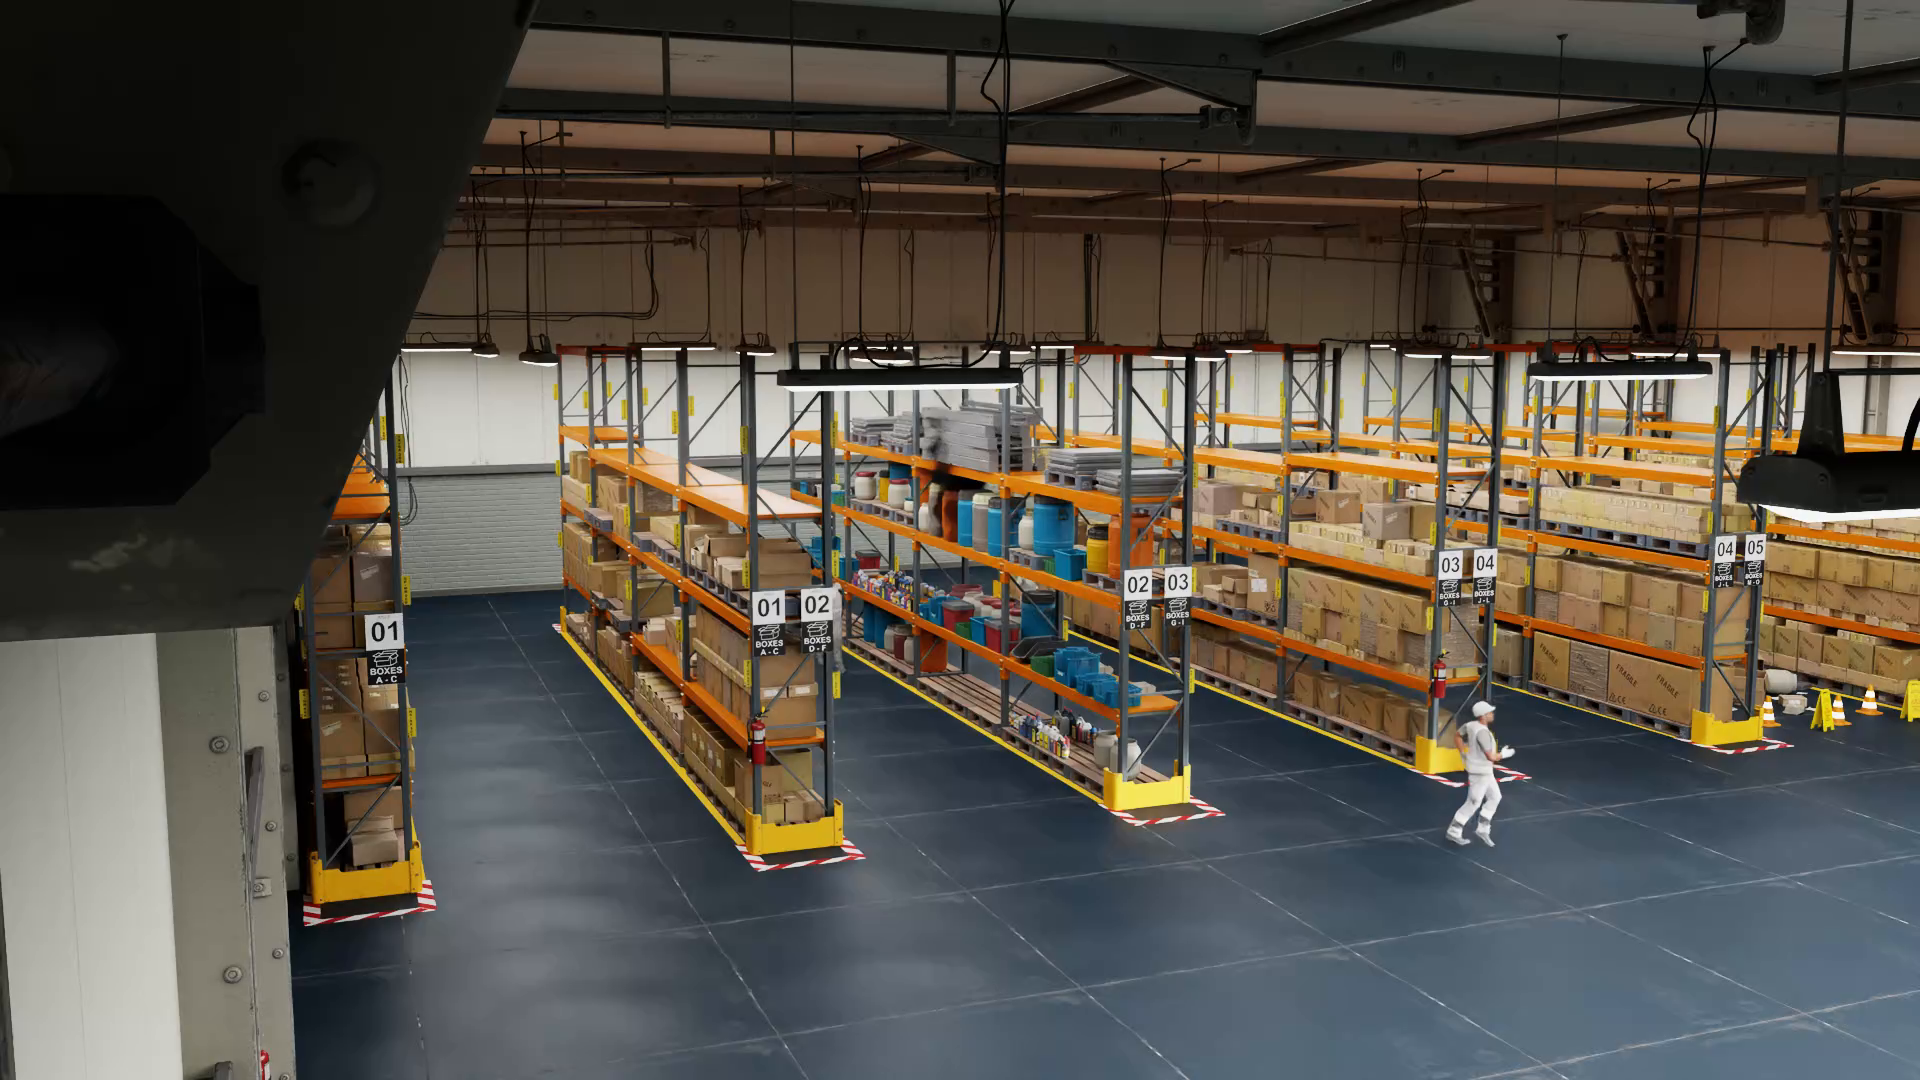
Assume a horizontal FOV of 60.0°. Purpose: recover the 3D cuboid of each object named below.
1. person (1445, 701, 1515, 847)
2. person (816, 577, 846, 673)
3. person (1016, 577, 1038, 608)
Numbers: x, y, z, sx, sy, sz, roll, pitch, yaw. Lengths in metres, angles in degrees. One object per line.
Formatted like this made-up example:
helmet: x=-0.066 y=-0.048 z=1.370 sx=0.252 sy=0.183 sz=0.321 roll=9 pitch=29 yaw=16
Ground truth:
person: x=6.346 y=2.878 z=20.282 sx=0.776 sy=1.852 sz=0.664 roll=1 pitch=7 yaw=9
person: x=-2.353 y=1.416 z=29.860 sx=0.608 sy=1.826 sz=0.879 roll=-3 pitch=8 yaw=-21
person: x=1.382 y=1.258 z=33.767 sx=0.545 sy=1.647 sz=1.008 roll=-3 pitch=8 yaw=-24
